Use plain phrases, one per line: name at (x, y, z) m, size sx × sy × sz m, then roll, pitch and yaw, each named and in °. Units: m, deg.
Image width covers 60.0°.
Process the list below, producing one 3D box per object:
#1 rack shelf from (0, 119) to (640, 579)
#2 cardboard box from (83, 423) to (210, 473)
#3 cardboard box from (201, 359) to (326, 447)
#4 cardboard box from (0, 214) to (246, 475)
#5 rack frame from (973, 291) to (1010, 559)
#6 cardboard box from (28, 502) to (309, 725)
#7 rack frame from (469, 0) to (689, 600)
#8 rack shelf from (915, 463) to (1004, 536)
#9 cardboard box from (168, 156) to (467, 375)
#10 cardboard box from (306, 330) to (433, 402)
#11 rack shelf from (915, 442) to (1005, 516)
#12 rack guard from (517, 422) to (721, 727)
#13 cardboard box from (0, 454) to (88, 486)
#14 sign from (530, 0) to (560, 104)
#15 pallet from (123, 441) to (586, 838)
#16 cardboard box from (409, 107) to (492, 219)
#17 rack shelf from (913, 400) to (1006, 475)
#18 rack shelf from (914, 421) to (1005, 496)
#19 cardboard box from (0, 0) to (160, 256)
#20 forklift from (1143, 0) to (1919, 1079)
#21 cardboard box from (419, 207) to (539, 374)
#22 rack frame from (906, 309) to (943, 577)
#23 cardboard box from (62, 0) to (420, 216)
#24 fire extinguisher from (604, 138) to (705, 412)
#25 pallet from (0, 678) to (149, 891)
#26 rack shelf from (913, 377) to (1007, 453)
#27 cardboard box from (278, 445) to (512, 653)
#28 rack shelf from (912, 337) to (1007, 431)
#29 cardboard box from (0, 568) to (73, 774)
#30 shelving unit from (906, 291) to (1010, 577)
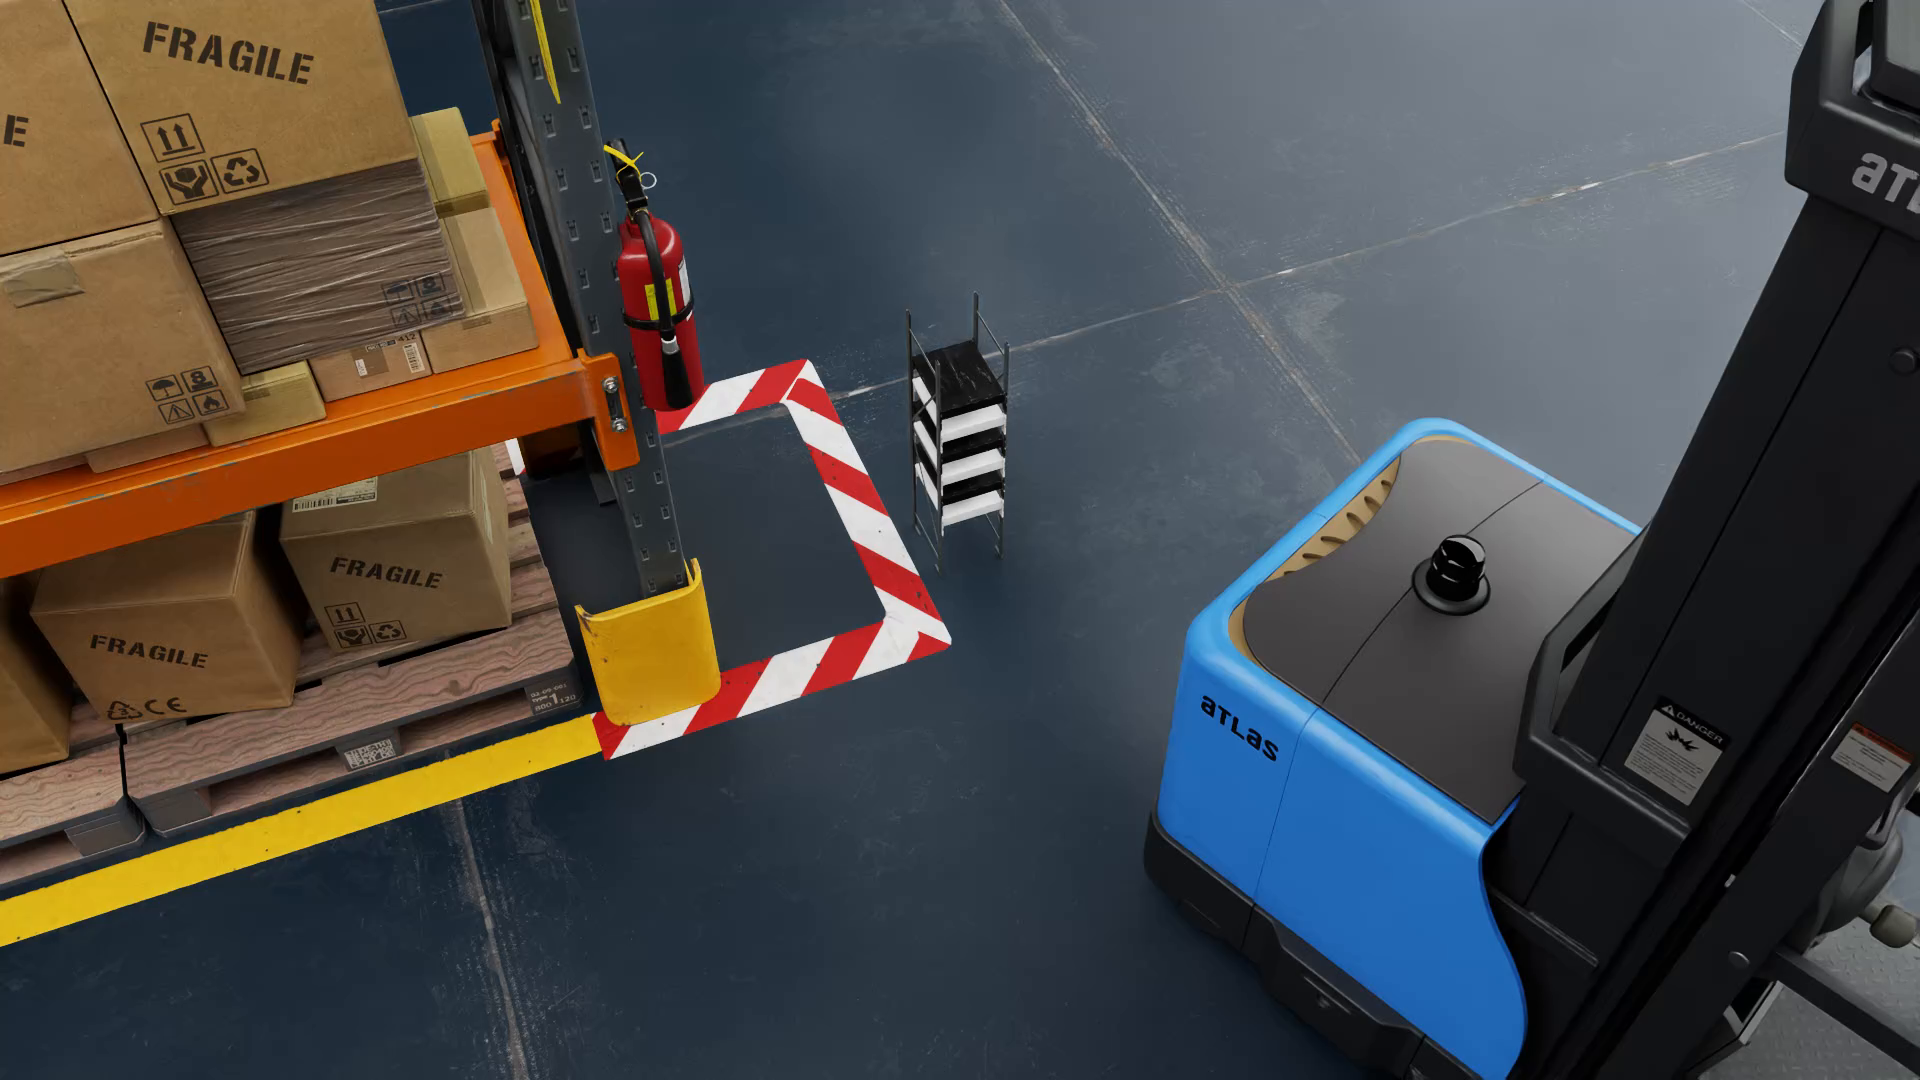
rack shelf at (-2.843, -0.098, 3.831) m, size 4.000 × 0.370 × 1.077 m, roll -17°, pitch 52°, yaw -14°
cardboard box at (-1.858, -0.357, 3.745) m, size 0.250 × 0.149 × 0.380 m, roll -17°, pitch 52°, yaw -14°
cardboard box at (-1.621, -0.418, 3.798) m, size 0.250 × 0.149 × 0.380 m, roll -17°, pitch 52°, yaw -14°
cardboard box at (-1.929, -0.669, 3.586) m, size 0.500 × 0.500 × 0.875 m, roll -17°, pitch 52°, yaw -14°
rack frame at (0.087, -0.320, 4.932) m, size 0.006 × 0.900 × 0.240 m, roll -17°, pitch 52°, yaw -14°
cardboard box at (-2.116, 0.134, 4.528) m, size 0.500 × 0.500 × 0.500 m, roll -5°, pitch 50°, yaw -5°
rack frame at (-0.992, -0.906, 4.051) m, size 0.127 × 3.000 × 1.000 m, roll -17°, pitch 52°, yaw -14°
rack shelf at (-0.008, -0.152, 5.068) m, size 0.200 × 0.077 × 0.258 m, roll -17°, pitch 52°, yaw -14°
cardboard box at (-1.511, -0.897, 3.781) m, size 0.500 × 0.500 × 0.875 m, roll -17°, pitch 52°, yaw -14°
cardboard box at (-1.409, -0.526, 3.890) m, size 0.250 × 0.149 × 0.380 m, roll -17°, pitch 52°, yaw -14°
rack shelf at (-0.008, -0.211, 5.000) m, size 0.200 × 0.077 × 0.258 m, roll -17°, pitch 52°, yaw -14°
rack guard at (-1.062, -0.070, 4.980) m, size 0.348 × 0.500 × 1.175 m, roll -17°, pitch 52°, yaw -14°
cardboard box at (-2.105, -0.315, 3.709) m, size 0.250 × 0.149 × 0.380 m, roll -17°, pitch 52°, yaw -14°
sign at (-0.800, -0.991, 3.152) m, size 0.005 × 0.325 × 0.100 m, roll -17°, pitch 52°, yaw -14°
pallet at (-1.827, 0.232, 4.911) m, size 1.213 × 0.211 × 1.003 m, roll -17°, pitch 52°, yaw -14°
cardboard box at (-1.346, -0.910, 4.220) m, size 0.250 × 0.149 × 0.380 m, roll -17°, pitch 52°, yaw -14°
rack shelf at (-0.008, -0.328, 4.864) m, size 0.200 × 0.077 × 0.258 m, roll -17°, pitch 52°, yaw -14°
rack shelf at (-0.008, -0.269, 4.932) m, size 0.200 × 0.077 × 0.258 m, roll -17°, pitch 52°, yaw -14°
cardboard box at (-1.868, -0.883, 3.110) m, size 0.500 × 0.500 × 0.500 m, roll -17°, pitch 52°, yaw -14°
forklift at (1.901, 0.452, 2.930) m, size 3.031 × 2.935 × 1.130 m, roll 36°, pitch 58°, yaw 27°
cardboard box at (-1.177, -0.597, 3.951) m, size 0.250 × 0.149 × 0.380 m, roll -17°, pitch 52°, yaw -14°
rack frame at (-0.102, -0.262, 4.882) m, size 0.006 × 0.900 × 0.240 m, roll -17°, pitch 52°, yaw -14°
cardboard box at (-1.407, -1.030, 3.236) m, size 0.500 × 0.500 × 0.500 m, roll -17°, pitch 52°, yaw -14°
fire extinguisher at (-0.711, -0.590, 3.830) m, size 0.183 × 0.674 × 0.296 m, roll -17°, pitch 52°, yaw -14°
pallet at (-2.955, 0.579, 4.613) m, size 1.213 × 0.211 × 1.003 m, roll -17°, pitch 52°, yaw -14°
rack shelf at (-0.008, -0.386, 4.795) m, size 0.200 × 0.077 × 0.258 m, roll -17°, pitch 52°, yaw -14°
cardboard box at (-1.576, -0.061, 4.696) m, size 0.500 × 0.500 × 0.500 m, roll -9°, pitch 50°, yaw -7°
rack shelf at (-0.008, -0.445, 4.727) m, size 0.200 × 0.077 × 0.258 m, roll -17°, pitch 52°, yaw -14°
cardboard box at (-2.703, 0.301, 4.385) m, size 0.500 × 0.500 × 0.500 m, roll -13°, pitch 51°, yaw -11°
shelving unit at (-0.008, -0.291, 4.907) m, size 0.210 × 0.900 × 0.258 m, roll -17°, pitch 52°, yaw -14°
